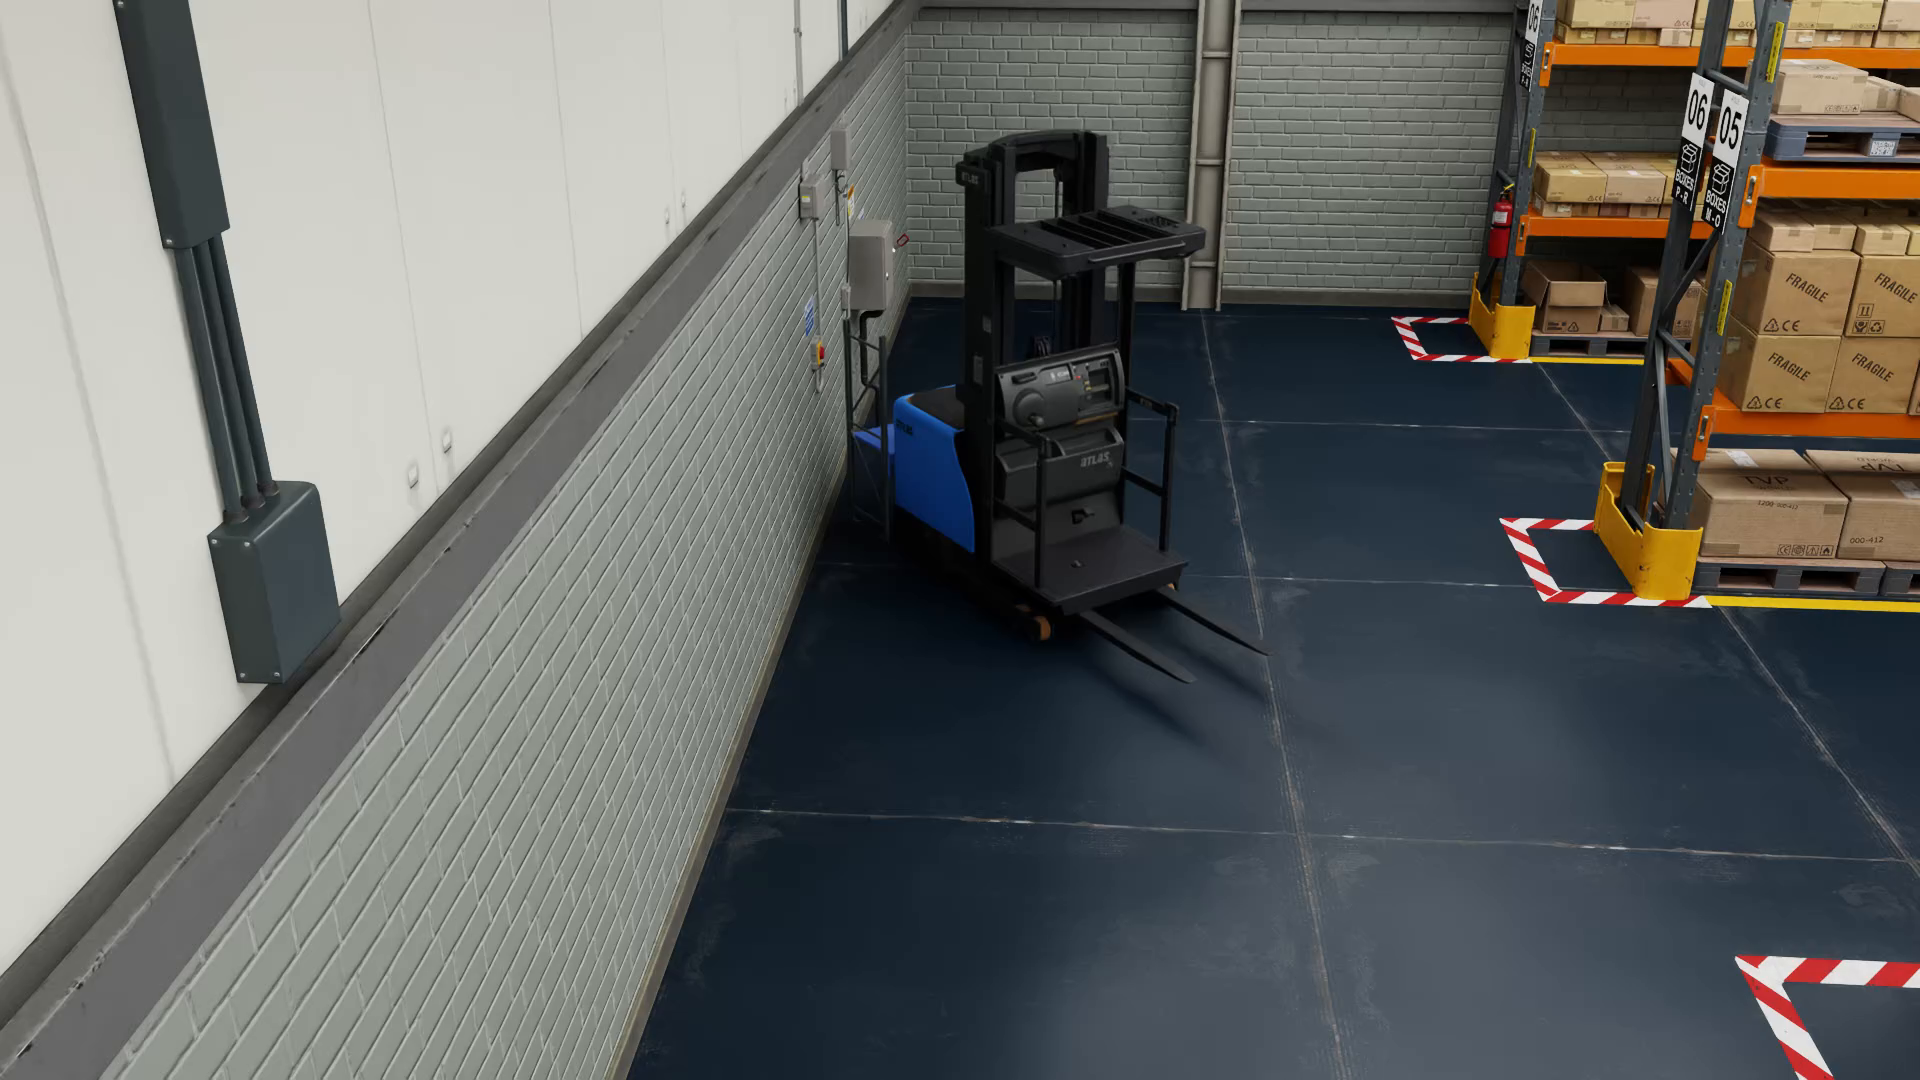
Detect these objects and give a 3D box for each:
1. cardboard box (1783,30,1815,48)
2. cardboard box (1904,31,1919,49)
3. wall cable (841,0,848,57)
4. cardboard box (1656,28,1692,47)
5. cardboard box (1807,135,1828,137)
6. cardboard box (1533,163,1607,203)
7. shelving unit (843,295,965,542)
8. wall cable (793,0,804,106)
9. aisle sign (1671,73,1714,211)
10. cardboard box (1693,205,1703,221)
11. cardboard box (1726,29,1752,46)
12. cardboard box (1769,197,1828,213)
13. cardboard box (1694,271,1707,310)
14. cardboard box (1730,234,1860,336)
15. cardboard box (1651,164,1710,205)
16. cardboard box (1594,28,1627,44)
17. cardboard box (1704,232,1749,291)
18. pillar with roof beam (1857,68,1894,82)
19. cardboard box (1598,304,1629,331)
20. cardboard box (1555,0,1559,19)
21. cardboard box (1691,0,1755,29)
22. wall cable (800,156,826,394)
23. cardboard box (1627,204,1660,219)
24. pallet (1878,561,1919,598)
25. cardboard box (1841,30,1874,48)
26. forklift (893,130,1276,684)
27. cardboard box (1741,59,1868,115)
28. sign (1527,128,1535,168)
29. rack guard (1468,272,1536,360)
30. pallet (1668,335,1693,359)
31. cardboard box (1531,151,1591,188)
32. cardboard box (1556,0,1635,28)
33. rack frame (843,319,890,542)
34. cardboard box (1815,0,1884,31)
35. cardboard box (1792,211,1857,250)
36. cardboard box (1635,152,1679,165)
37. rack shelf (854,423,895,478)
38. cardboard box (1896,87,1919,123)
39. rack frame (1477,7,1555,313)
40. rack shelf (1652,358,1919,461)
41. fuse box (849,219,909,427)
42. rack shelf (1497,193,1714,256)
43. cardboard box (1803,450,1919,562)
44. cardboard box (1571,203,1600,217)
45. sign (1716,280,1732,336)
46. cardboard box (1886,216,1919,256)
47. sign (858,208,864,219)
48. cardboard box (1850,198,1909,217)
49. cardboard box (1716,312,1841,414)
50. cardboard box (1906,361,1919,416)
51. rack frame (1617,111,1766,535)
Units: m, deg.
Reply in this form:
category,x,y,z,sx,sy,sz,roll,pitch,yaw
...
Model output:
category,x,y,z,sx,sy,sz,roll,pitch,yaw
cardboard box,7.132,-4.327,14.276,0.250,0.149,0.380,2,25,5
cardboard box,8.159,-4.311,14.242,0.250,0.149,0.380,3,25,6
wall cable,-0.696,-5.492,12.875,0.133,3.039,2.988,2,25,4
cardboard box,6.121,-4.358,14.346,0.250,0.149,0.380,2,25,5
cardboard box,7.586,-3.719,15.170,0.500,0.500,0.500,1,25,3
cardboard box,5.494,-3.221,14.985,0.500,0.250,0.500,2,25,4
shelving unit,-0.234,-0.881,11.871,1.048,1.500,0.538,-16,29,-31
wall cable,-1.007,-4.002,9.681,0.029,3.000,0.463,2,25,4
aisle sign,4.638,-2.524,10.537,0.004,0.787,0.394,2,25,4
cardboard box,6.650,-2.980,14.938,0.250,0.149,0.380,1,25,2
cardboard box,6.634,-4.371,14.373,0.250,0.149,0.380,2,25,3
cardboard box,5.314,-2.080,10.590,0.250,0.149,0.380,2,25,5
cardboard box,7.034,-2.175,15.376,0.500,0.500,0.500,2,25,5
cardboard box,5.143,-1.577,10.274,0.500,0.500,0.500,1,25,3
cardboard box,6.503,-3.190,14.918,0.500,0.250,0.500,1,25,3
cardboard box,5.626,-4.425,14.489,0.250,0.149,0.380,2,25,5
cardboard box,5.185,-1.795,10.747,0.500,0.500,0.500,3,25,6
pillar with roof beam,8.096,-4.482,10.724,0.400,9.000,9.100,2,25,4
cardboard box,6.086,-2.087,15.606,0.250,0.149,0.380,1,25,2
cardboard box,5.527,-4.809,14.849,0.500,0.250,0.500,1,25,3
cardboard box,6.502,-4.553,14.291,0.500,0.250,0.500,1,25,2
wall cable,-0.938,-1.858,10.947,0.123,1.953,0.585,2,25,4
cardboard box,6.138,-3.025,15.037,0.250,0.149,0.380,3,25,6
pallet,6.702,0.088,11.306,1.213,0.211,1.003,2,25,4
cardboard box,7.650,-4.341,14.309,0.250,0.149,0.380,3,25,6
forklift,0.757,-0.919,10.242,1.130,2.935,3.031,-15,29,-30
cardboard box,5.142,-2.766,10.141,0.500,0.250,0.500,0,25,-1
sign,5.021,-3.448,14.619,0.005,0.325,0.100,2,25,4
rack guard,5.138,-2.143,15.808,0.348,0.500,1.175,2,25,4
pallet,7.146,-1.946,15.727,1.213,0.211,1.003,2,25,4
cardboard box,5.541,-3.444,15.469,0.500,0.250,0.500,3,25,6
cardboard box,5.484,-4.582,14.355,0.500,0.250,0.500,2,25,3
rack frame,-0.650,-0.759,11.606,0.032,1.500,0.500,-16,29,-31
cardboard box,7.521,-4.527,14.235,0.500,0.250,0.500,2,25,5
cardboard box,5.286,-1.901,10.200,0.250,0.149,0.380,2,25,5
cardboard box,6.549,-3.409,15.393,0.500,0.250,0.500,3,25,6
rack shelf,-0.234,-0.718,11.947,1.000,0.185,0.538,-16,29,-31
cardboard box,5.753,-2.566,9.828,0.250,0.149,0.380,3,25,6
rack frame,5.062,-3.281,15.291,0.127,3.000,1.000,2,25,4
rack shelf,6.680,-0.821,10.806,4.000,0.370,1.077,2,25,4
fuse box,-0.632,-1.668,13.328,0.414,1.711,0.539,2,25,4
rack shelf,7.057,-2.890,15.303,4.000,0.370,1.077,2,25,4
cardboard box,6.265,-0.233,11.231,0.875,0.438,0.875,2,25,5
cardboard box,5.626,-3.053,15.097,0.250,0.149,0.380,2,25,5
sign,4.638,-1.410,10.095,0.005,0.325,0.100,2,25,4
cardboard box,5.800,-1.844,10.076,0.250,0.149,0.380,1,25,2
sign,-0.800,-2.423,13.540,0.001,0.494,0.329,2,25,4
cardboard box,5.826,-2.082,10.594,0.250,0.149,0.380,2,25,5
cardboard box,5.143,-1.122,10.481,0.500,0.500,0.500,2,25,4
cardboard box,6.155,-1.094,10.419,0.500,0.500,0.500,2,25,4
rack frame,4.686,-1.212,10.795,0.127,3.000,1.000,2,25,4
